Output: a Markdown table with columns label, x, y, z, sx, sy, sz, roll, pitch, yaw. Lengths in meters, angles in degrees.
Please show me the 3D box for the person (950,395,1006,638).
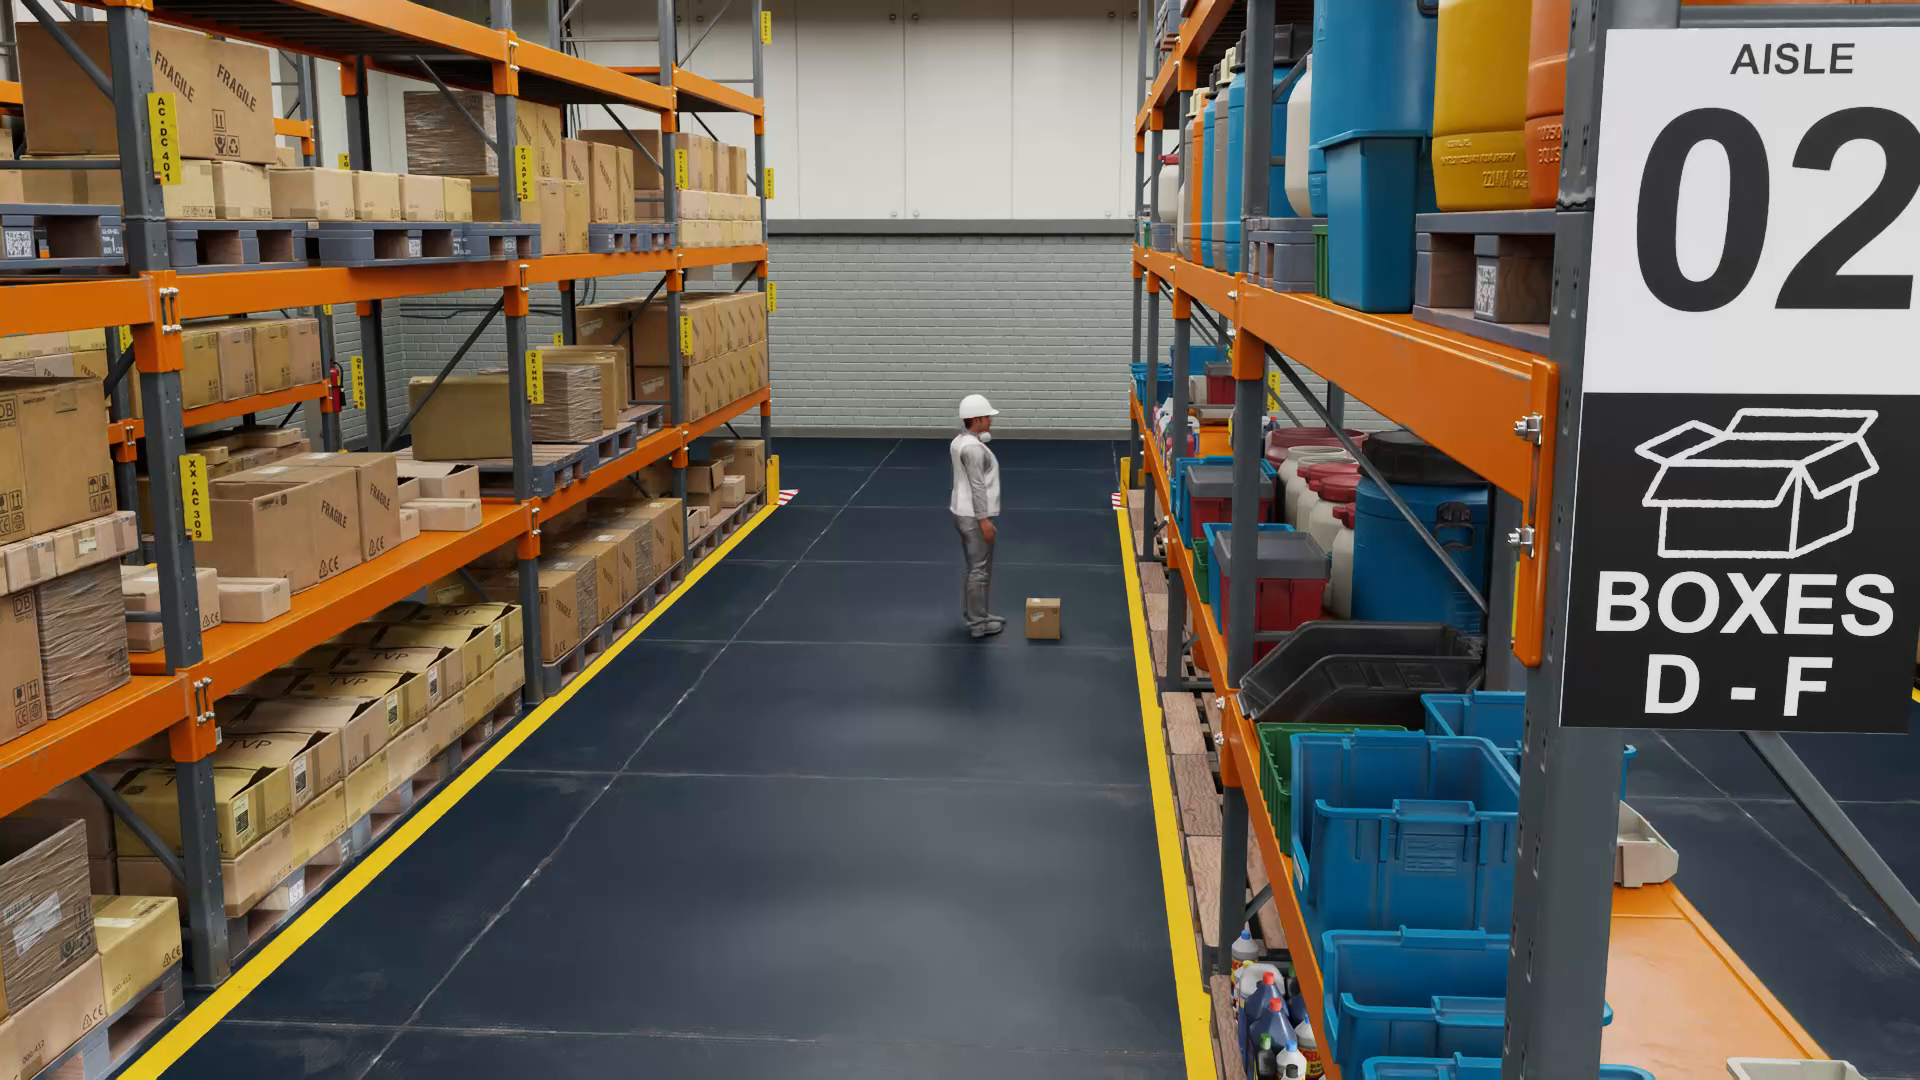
| label | x | y | z | sx | sy | sz | roll | pitch | yaw |
| --- | --- | --- | --- | --- | --- | --- | --- | --- | --- |
| person | 0.163 | -0.184 | 12.266 | 0.445 | 1.782 | 0.555 | -2 | 11 | -11 |
